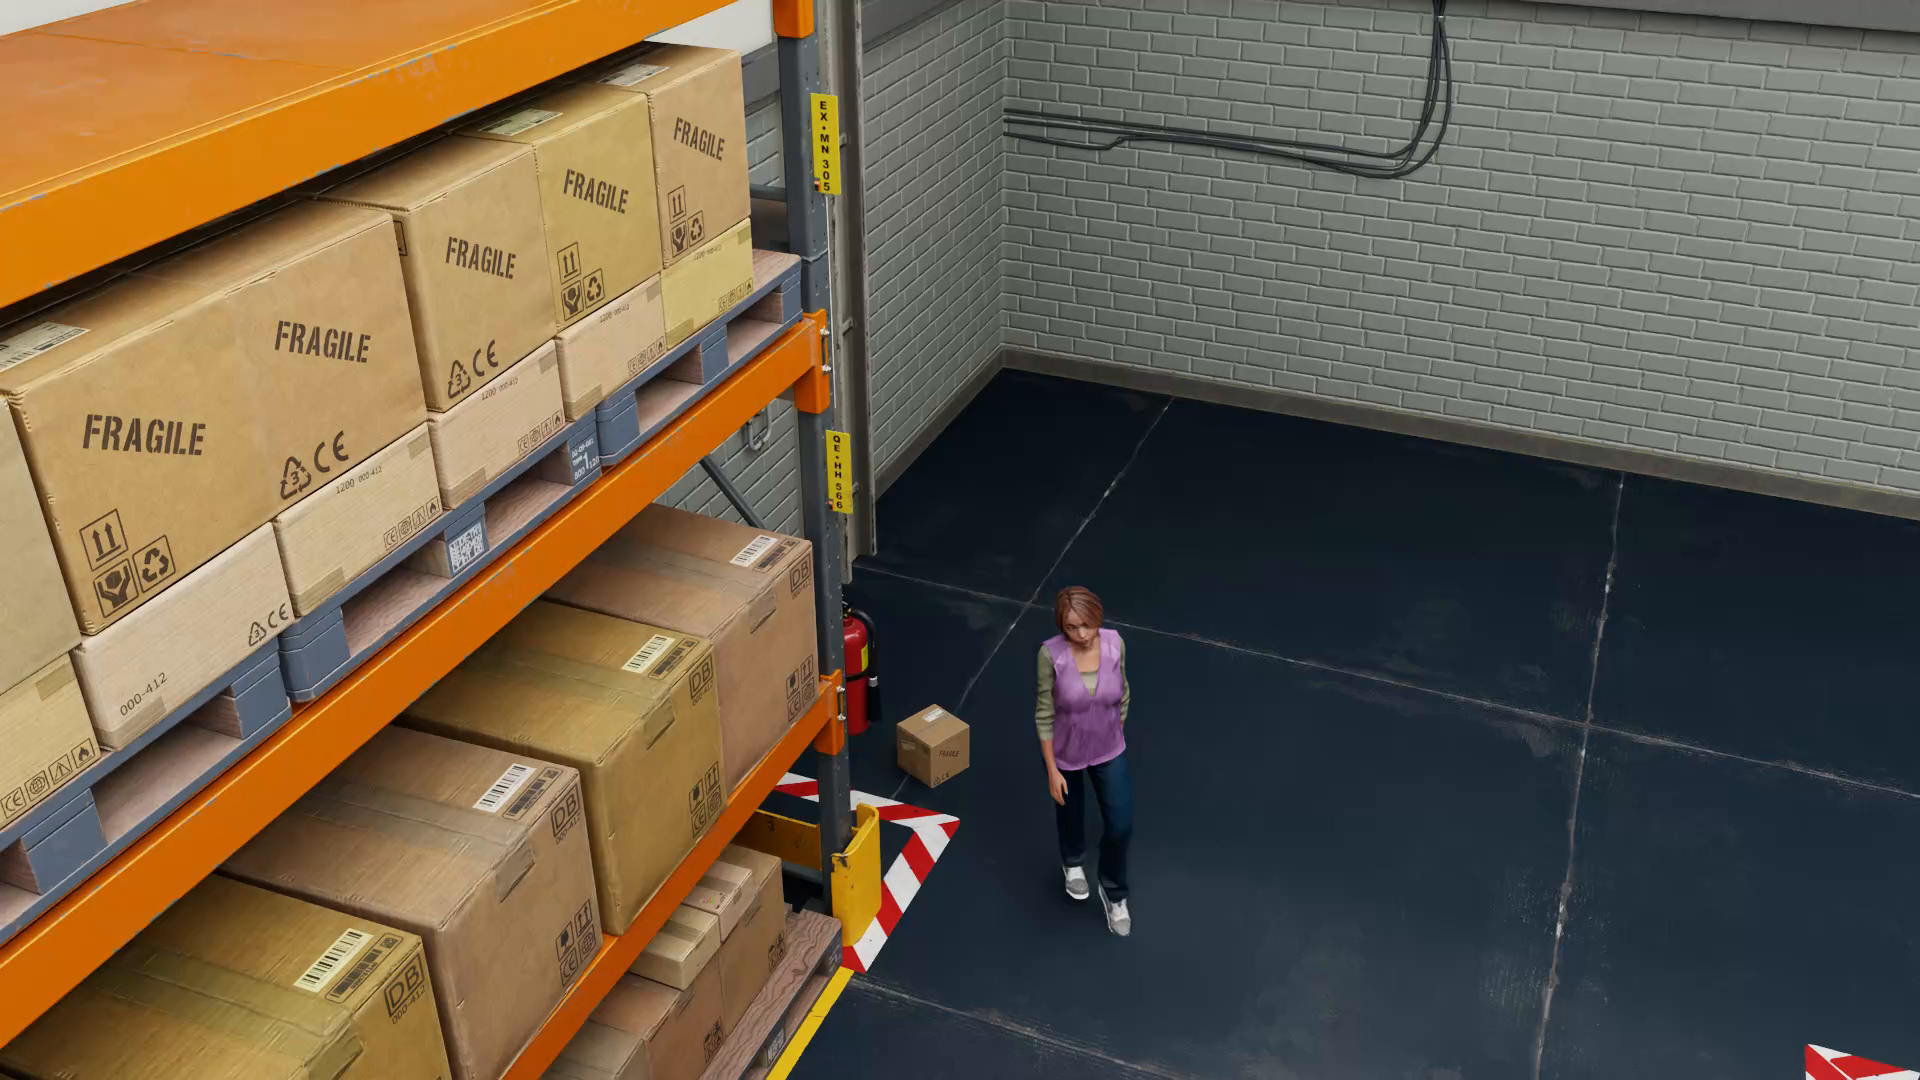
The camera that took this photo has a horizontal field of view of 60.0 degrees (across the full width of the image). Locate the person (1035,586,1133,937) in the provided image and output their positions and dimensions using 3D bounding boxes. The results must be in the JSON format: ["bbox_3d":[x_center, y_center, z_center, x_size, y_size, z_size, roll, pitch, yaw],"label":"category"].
[{"bbox_3d":[0.499,0.905,6.863,0.419,1.628,0.488,-5,30,-8],"label":"person"}]
